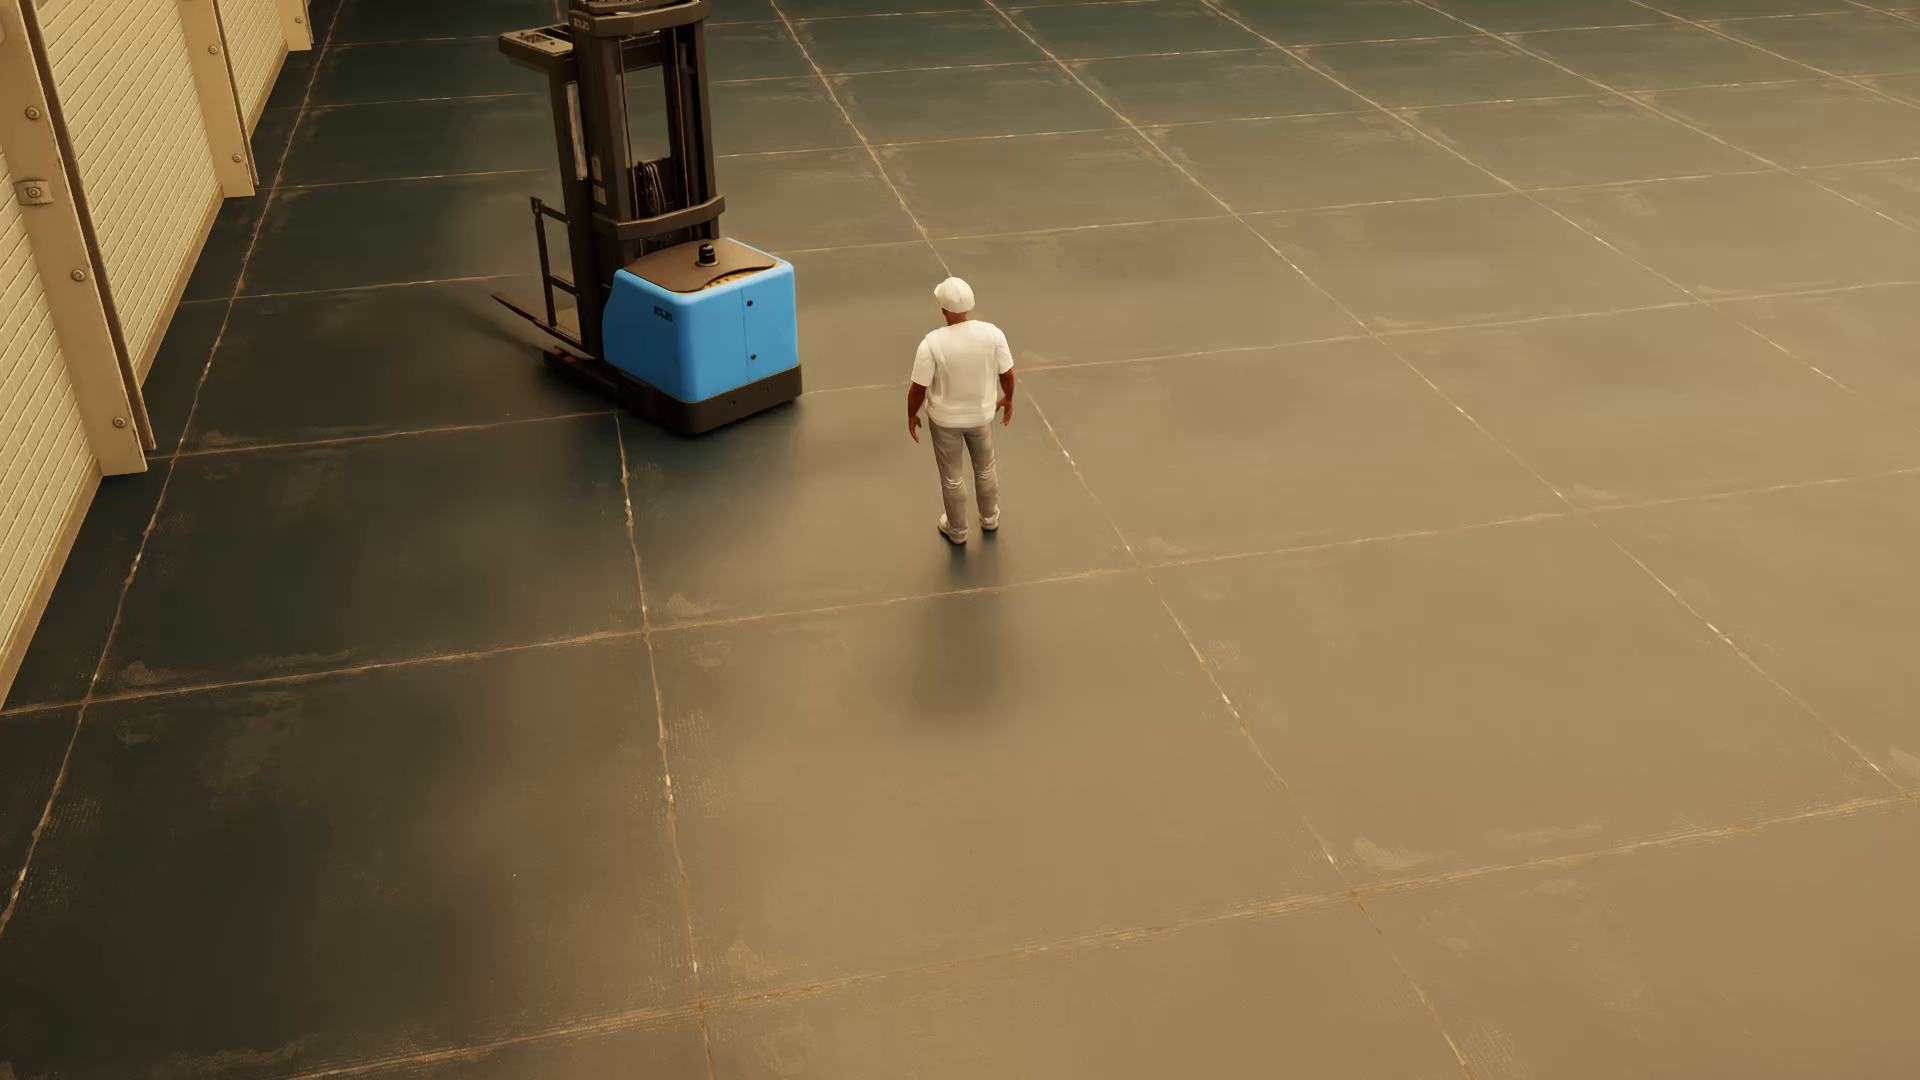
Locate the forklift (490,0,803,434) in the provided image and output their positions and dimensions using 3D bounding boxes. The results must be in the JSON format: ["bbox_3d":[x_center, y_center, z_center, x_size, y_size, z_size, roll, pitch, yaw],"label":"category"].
[{"bbox_3d":[-2.540,-2.655,12.161,1.130,2.935,3.031,-26,39,-37],"label":"forklift"}]

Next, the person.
[{"bbox_3d":[-0.011,-0.805,10.113,0.666,1.765,0.577,-7,31,-12],"label":"person"}]
